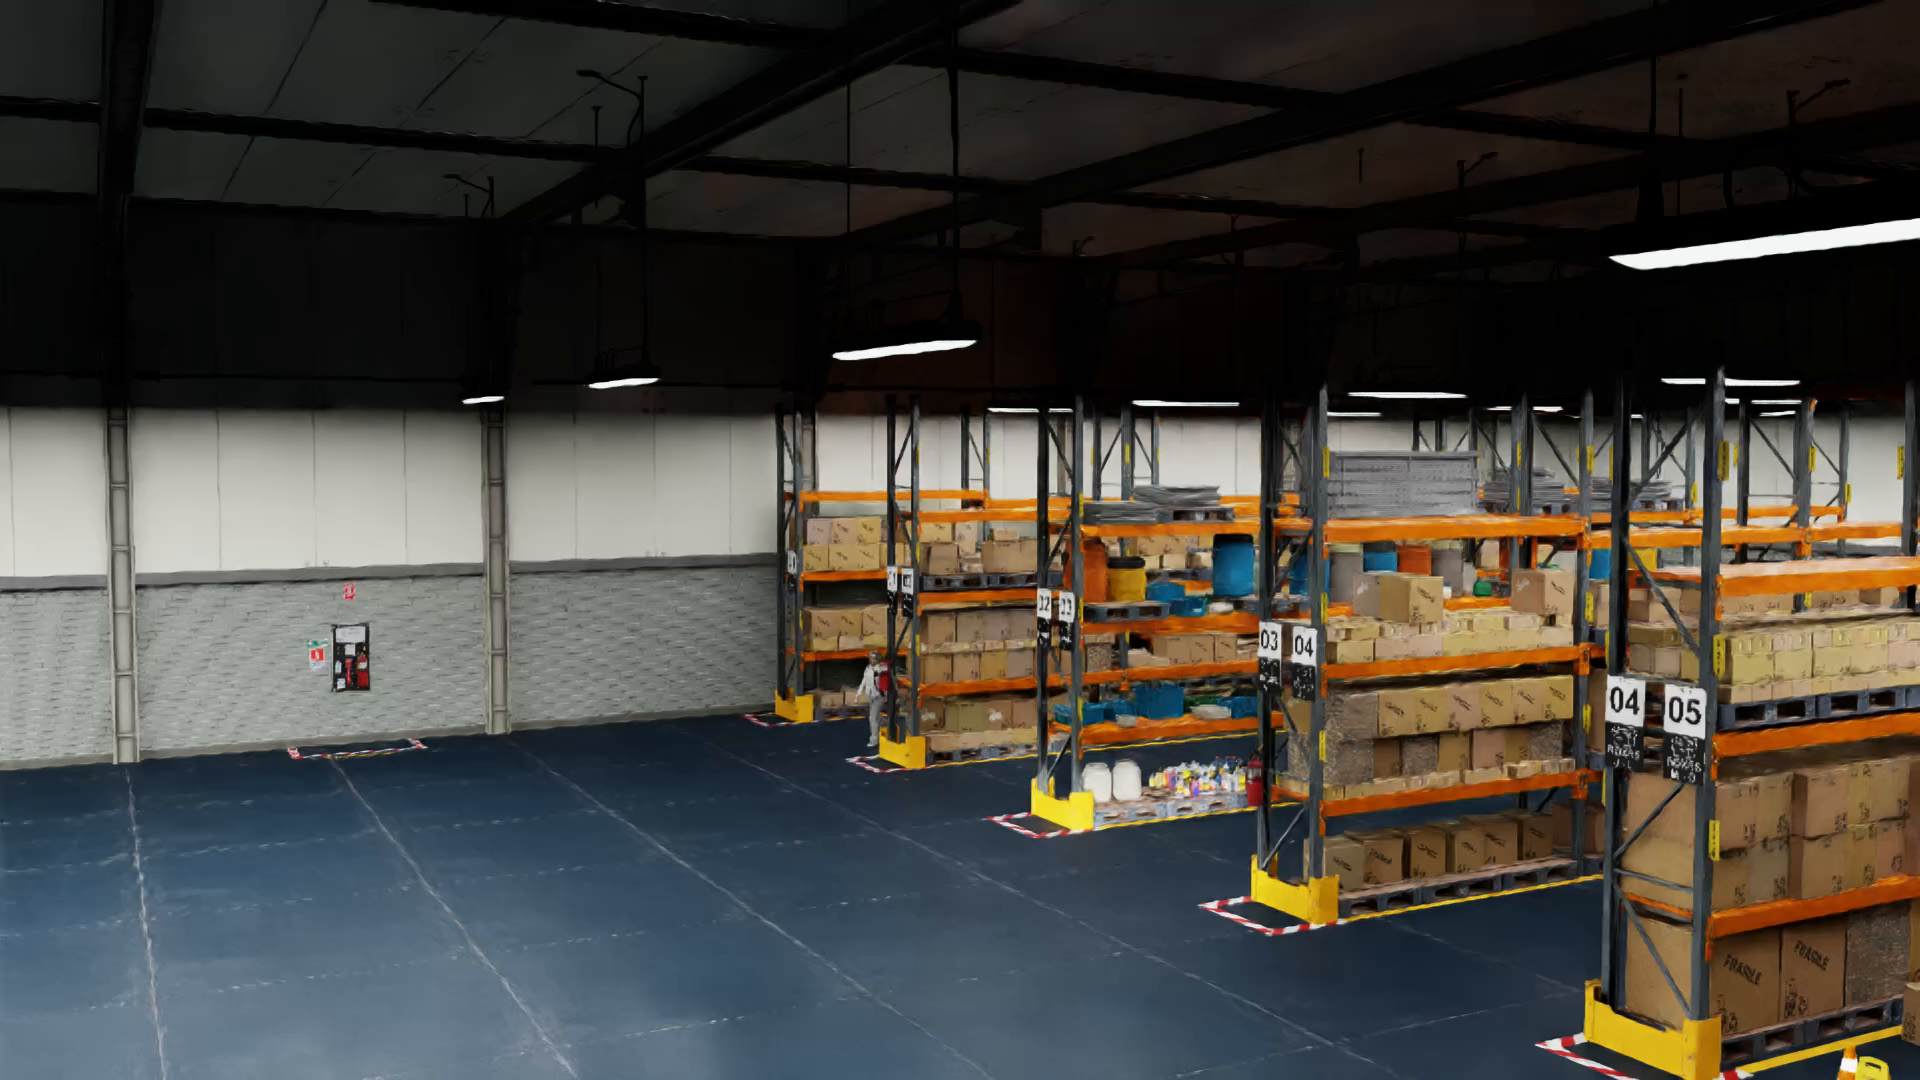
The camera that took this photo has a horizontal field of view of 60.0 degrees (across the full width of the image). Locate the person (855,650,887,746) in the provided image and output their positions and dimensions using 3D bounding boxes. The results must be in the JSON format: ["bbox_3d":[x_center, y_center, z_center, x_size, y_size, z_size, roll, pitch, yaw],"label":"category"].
[{"bbox_3d":[-1.433,2.703,28.846,0.559,1.638,0.821,3,4,43],"label":"person"}]
